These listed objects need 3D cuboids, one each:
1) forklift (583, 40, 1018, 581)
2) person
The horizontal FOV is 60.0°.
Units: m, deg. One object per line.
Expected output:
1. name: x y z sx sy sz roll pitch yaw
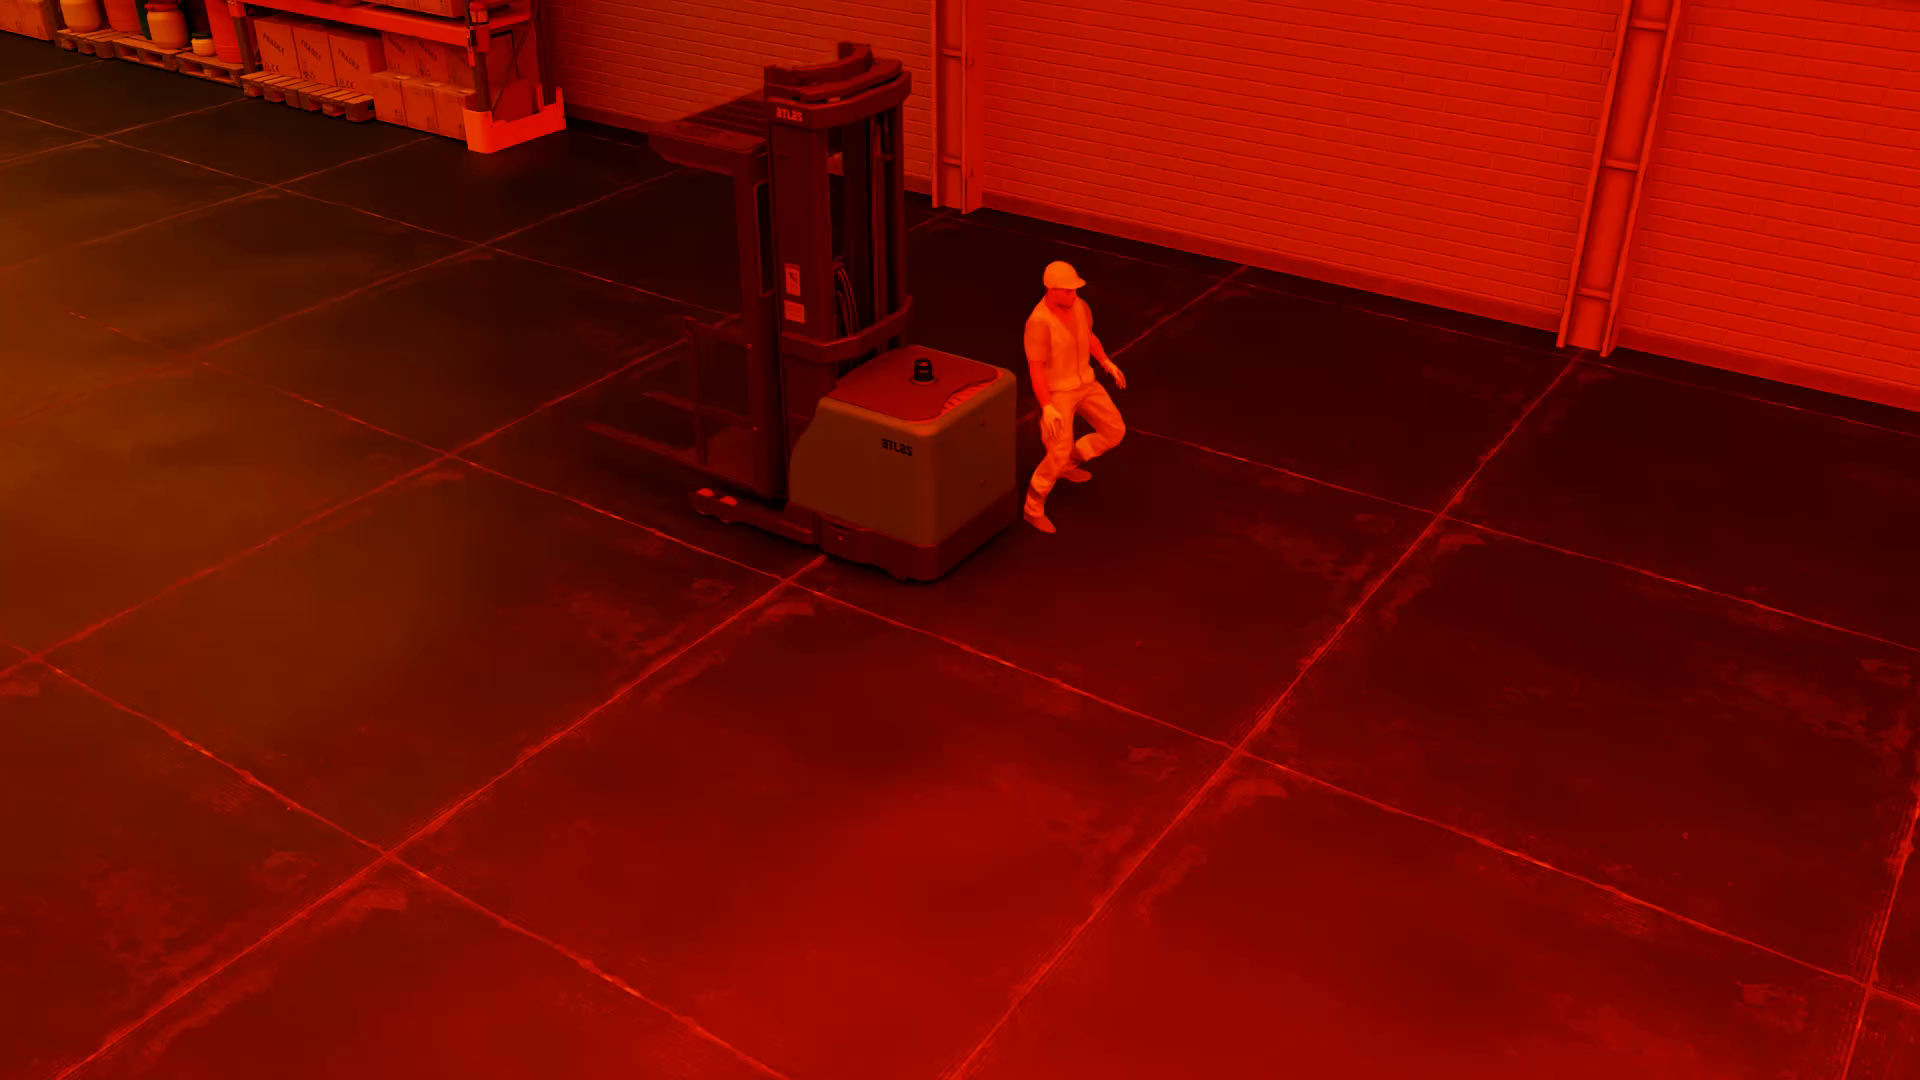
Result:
1. forklift: -1.146 -1.579 10.301 3.031 2.935 1.130 19 35 29
2. person: 0.686 -0.928 10.487 0.829 1.701 0.549 -26 39 -37
